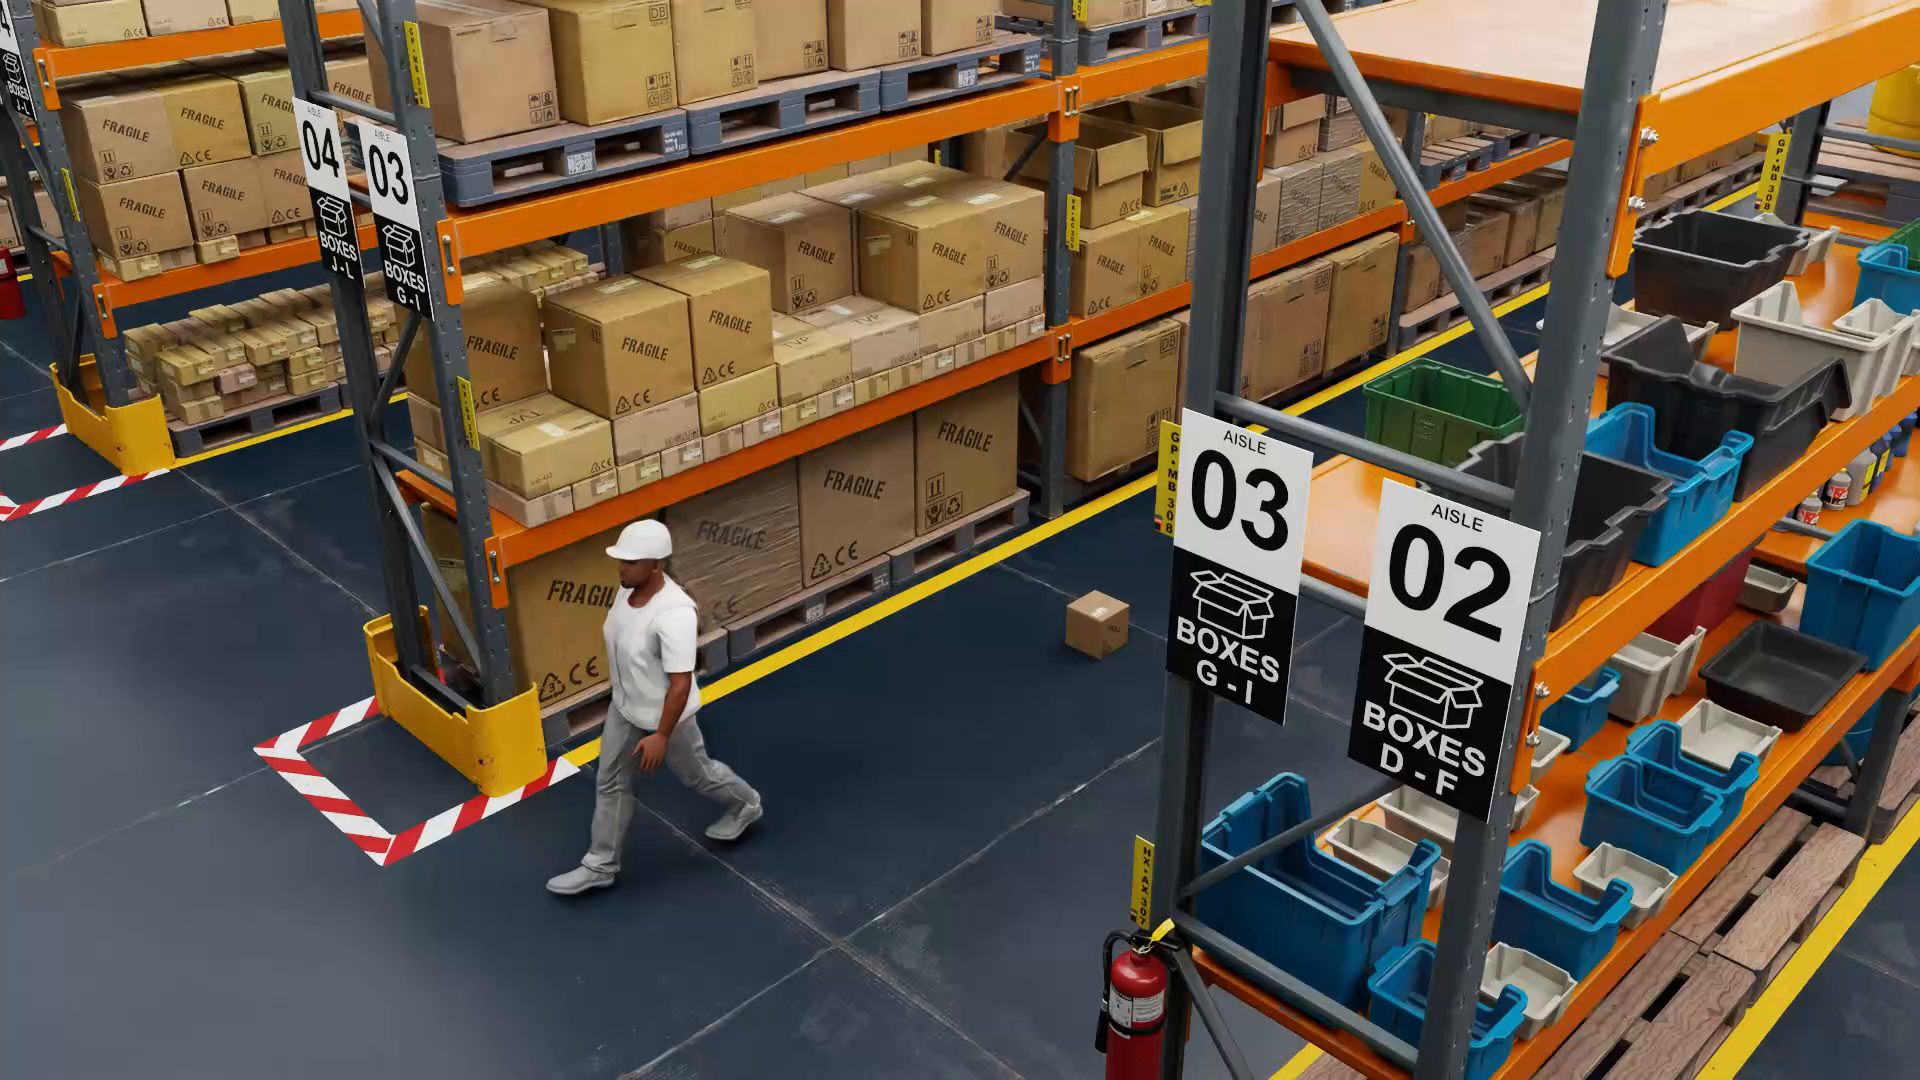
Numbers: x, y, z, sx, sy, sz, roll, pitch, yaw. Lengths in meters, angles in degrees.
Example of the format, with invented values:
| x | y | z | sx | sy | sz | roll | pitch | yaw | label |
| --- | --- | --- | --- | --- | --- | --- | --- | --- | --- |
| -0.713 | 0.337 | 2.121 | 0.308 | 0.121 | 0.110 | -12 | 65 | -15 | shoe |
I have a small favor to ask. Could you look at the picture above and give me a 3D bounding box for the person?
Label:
| x | y | z | sx | sy | sz | roll | pitch | yaw | label |
| --- | --- | --- | --- | --- | --- | --- | --- | --- | --- |
| -1.355 | 0.726 | 7.212 | 1.039 | 1.722 | 0.598 | -22 | 35 | -36 | person |
